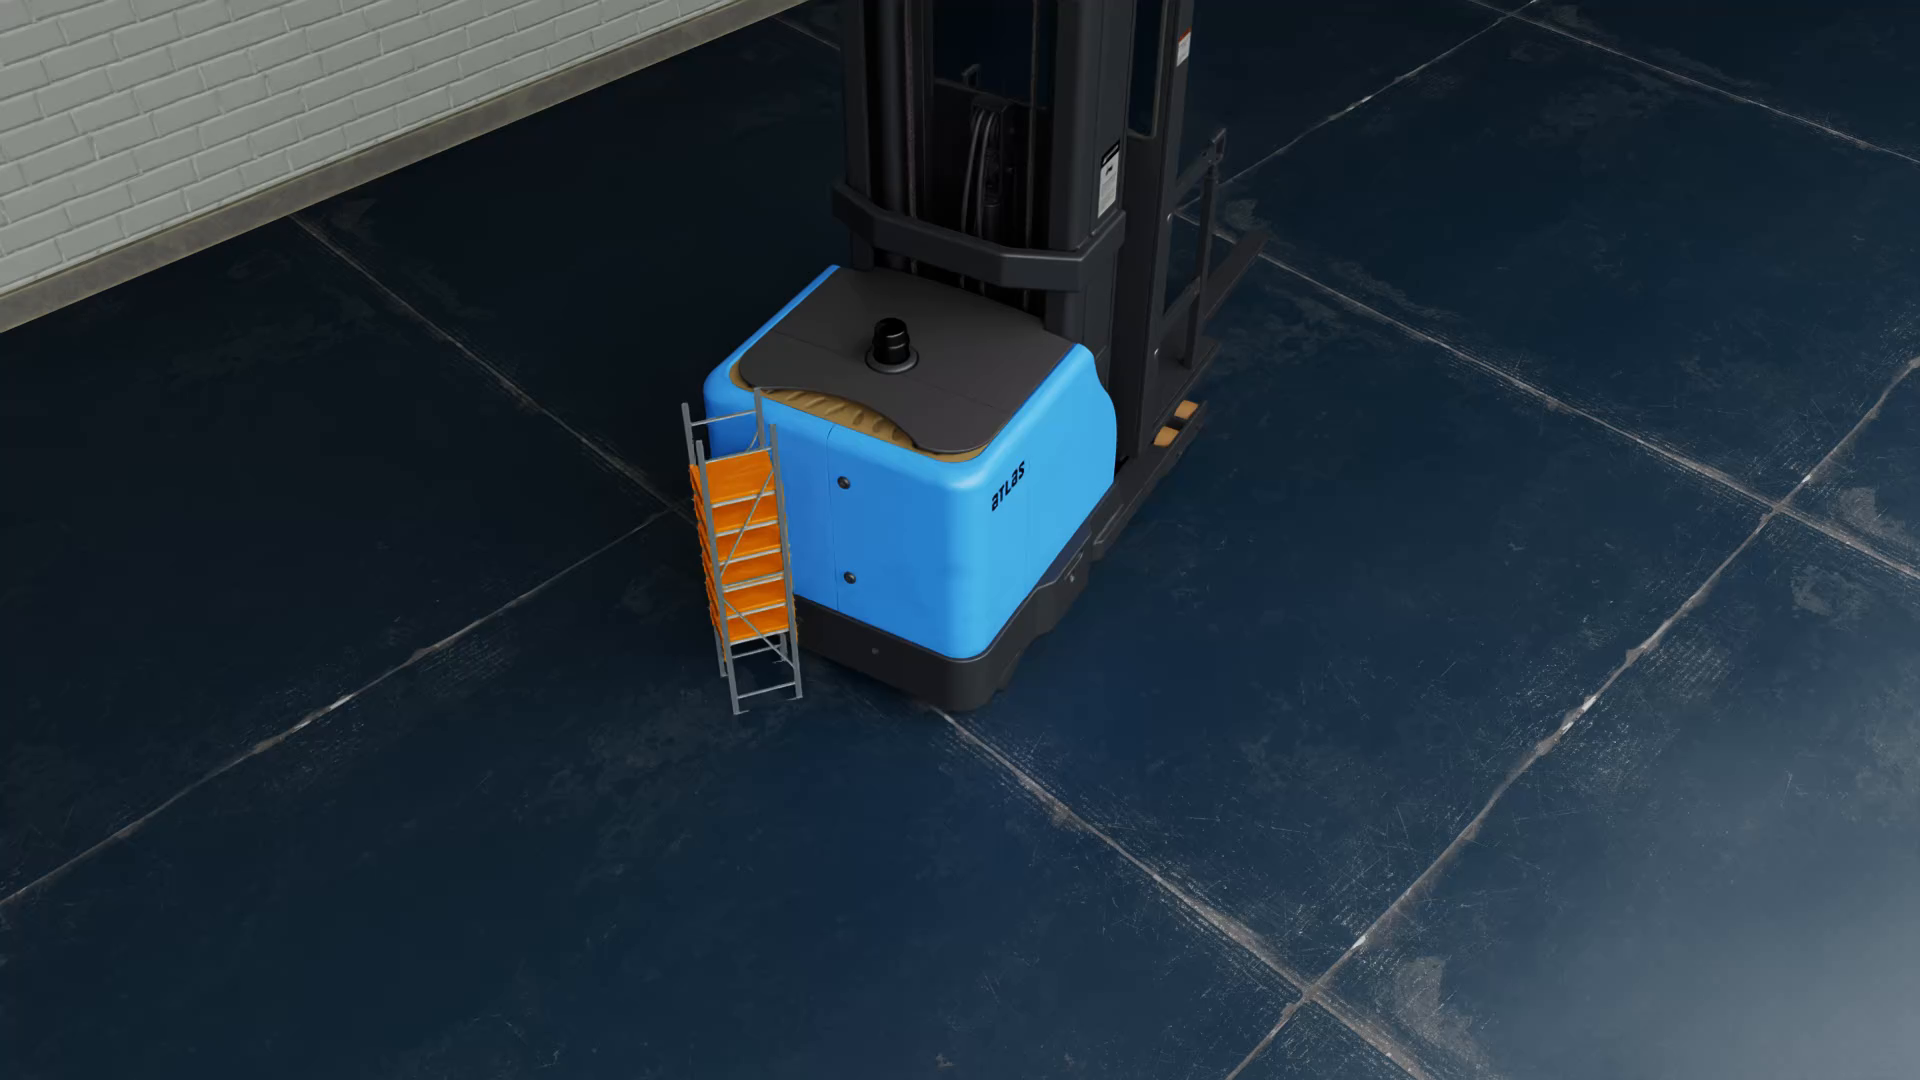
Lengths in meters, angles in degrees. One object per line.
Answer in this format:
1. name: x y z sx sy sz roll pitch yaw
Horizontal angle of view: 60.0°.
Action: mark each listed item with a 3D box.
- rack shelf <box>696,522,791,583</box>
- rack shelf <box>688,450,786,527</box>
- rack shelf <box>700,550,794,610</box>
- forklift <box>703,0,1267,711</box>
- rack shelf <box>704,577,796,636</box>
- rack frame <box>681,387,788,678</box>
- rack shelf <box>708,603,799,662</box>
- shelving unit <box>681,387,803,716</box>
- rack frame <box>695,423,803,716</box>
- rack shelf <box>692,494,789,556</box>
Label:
1. rack shelf: -0.681 0.012 5.240 0.258 0.103 0.180 -14 45 -14
2. rack shelf: -0.681 -0.163 5.076 0.258 0.103 0.180 -14 45 -14
3. rack shelf: -0.681 0.100 5.322 0.258 0.103 0.180 -14 45 -14
4. forklift: 0.333 -1.497 5.710 1.130 2.935 3.031 21 47 21
5. rack shelf: -0.681 0.187 5.404 0.258 0.103 0.180 -14 45 -14
6. rack frame: -0.712 0.008 5.355 0.240 1.200 0.006 -14 45 -14
7. rack shelf: -0.681 0.275 5.486 0.258 0.103 0.180 -14 45 -14
8. shelving unit: -0.681 0.067 5.292 0.258 1.200 0.189 -14 45 -14
9. rack frame: -0.650 0.126 5.229 0.240 1.200 0.006 -14 45 -14
10. rack shelf: -0.681 -0.075 5.158 0.258 0.103 0.180 -14 45 -14
